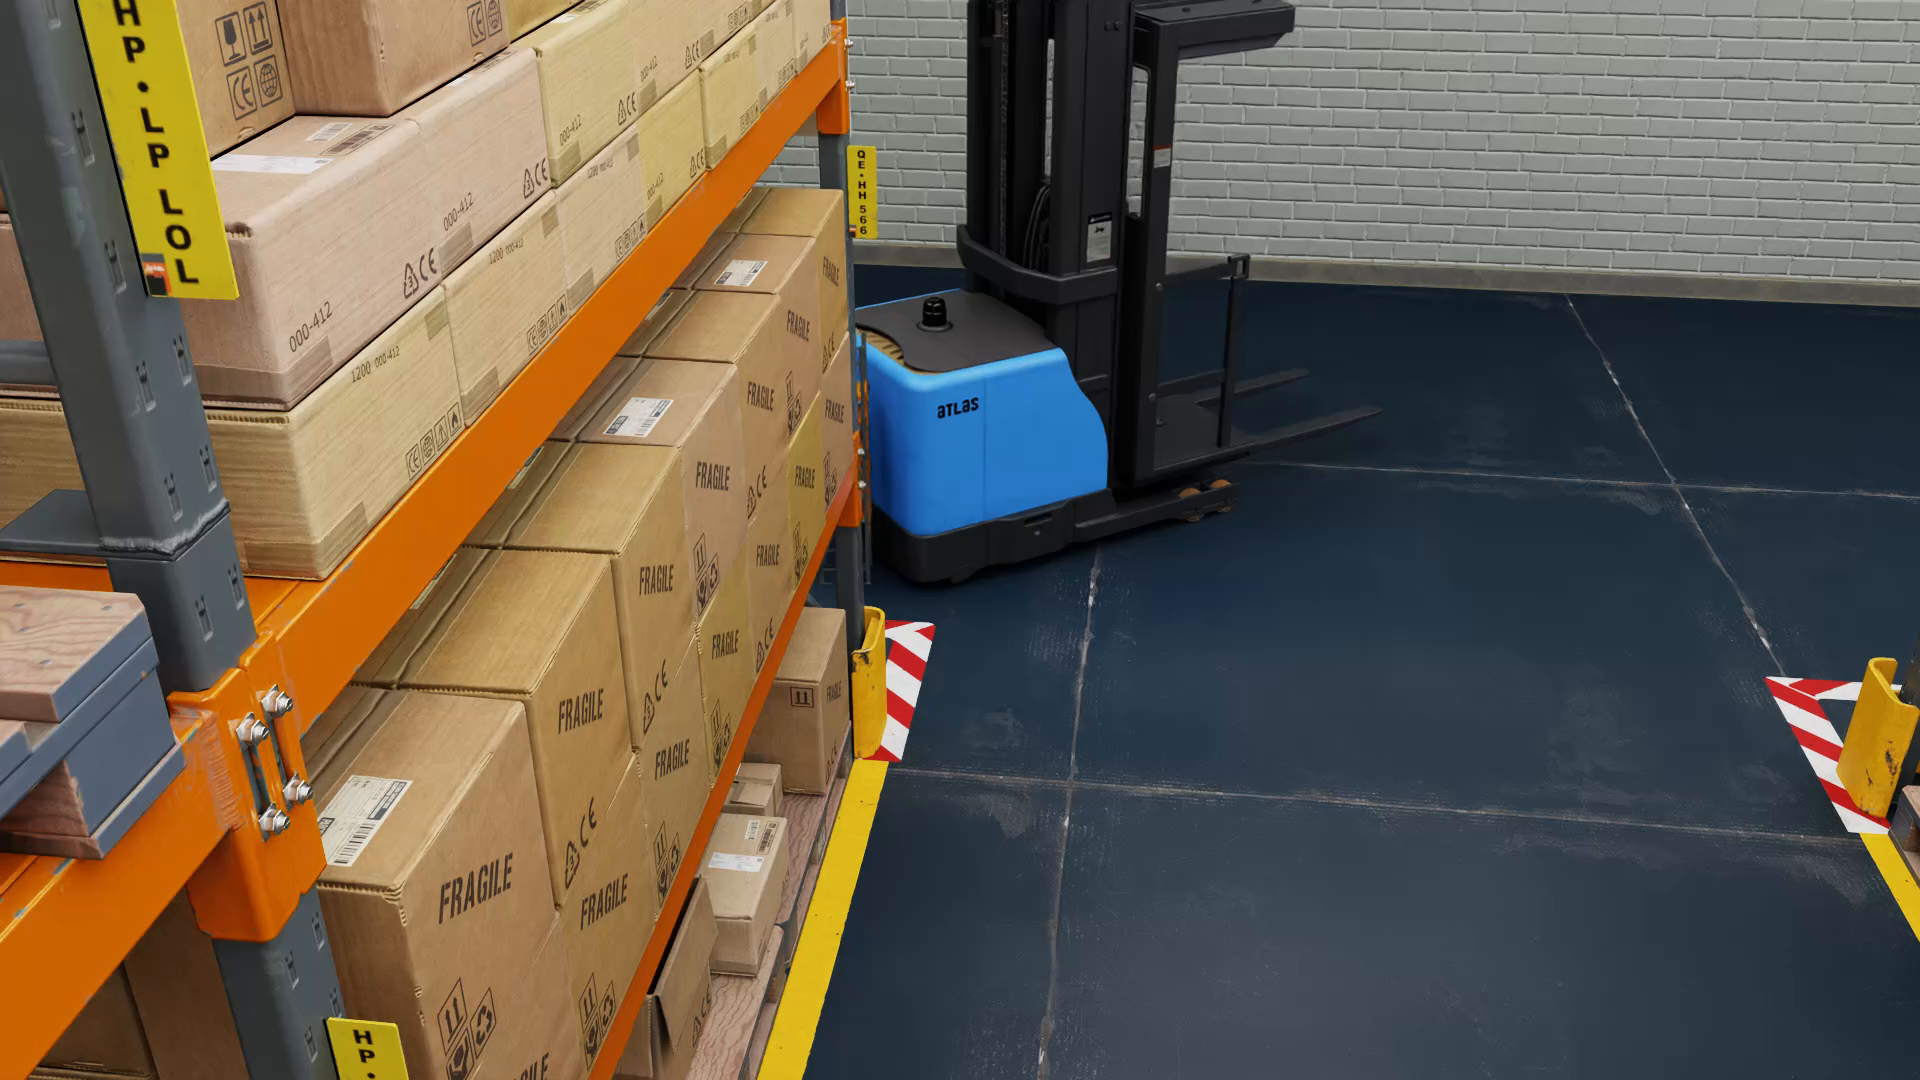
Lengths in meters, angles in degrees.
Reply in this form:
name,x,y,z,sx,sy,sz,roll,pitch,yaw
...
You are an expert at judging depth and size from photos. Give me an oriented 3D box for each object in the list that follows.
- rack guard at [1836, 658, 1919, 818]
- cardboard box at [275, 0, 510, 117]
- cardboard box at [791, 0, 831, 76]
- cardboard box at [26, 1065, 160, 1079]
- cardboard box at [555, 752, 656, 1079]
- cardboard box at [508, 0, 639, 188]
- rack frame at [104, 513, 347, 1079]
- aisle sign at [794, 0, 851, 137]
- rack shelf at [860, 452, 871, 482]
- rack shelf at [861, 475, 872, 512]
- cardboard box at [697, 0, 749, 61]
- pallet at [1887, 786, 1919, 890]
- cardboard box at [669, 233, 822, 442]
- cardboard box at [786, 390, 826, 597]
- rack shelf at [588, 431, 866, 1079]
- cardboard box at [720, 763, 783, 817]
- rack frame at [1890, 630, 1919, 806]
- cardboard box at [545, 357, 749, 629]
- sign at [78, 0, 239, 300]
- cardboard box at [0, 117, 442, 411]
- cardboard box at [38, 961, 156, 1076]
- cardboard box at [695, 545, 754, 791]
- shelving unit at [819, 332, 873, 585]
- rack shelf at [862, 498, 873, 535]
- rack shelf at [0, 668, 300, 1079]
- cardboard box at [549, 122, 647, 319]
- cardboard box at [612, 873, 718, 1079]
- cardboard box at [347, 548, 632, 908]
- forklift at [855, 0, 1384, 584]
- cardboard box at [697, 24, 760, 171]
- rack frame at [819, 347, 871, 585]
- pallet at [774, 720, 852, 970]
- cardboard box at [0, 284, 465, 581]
name,x,y,z,sx,sy,sz,roll,pitch,yaw
rack guard,4.020,0.781,6.273,1.175,0.500,0.348,3,28,6
cardboard box,-1.152,-0.977,2.578,0.700,0.500,0.500,3,28,6
cardboard box,-0.687,-1.594,5.042,0.500,0.250,0.500,3,28,6
cardboard box,-1.570,0.992,3.141,0.500,0.500,0.500,4,29,7
cardboard box,-0.984,0.777,3.540,0.500,0.500,0.500,4,29,7
cardboard box,-0.938,-0.873,3.176,0.500,0.250,0.500,3,28,6
rack frame,-1.376,1.286,2.700,1.000,3.000,0.127,3,28,6
aisle sign,-0.574,-1.755,5.605,0.394,0.787,0.004,3,28,6
rack shelf,-0.543,-0.322,7.676,0.258,0.103,0.180,0,28,0
rack shelf,-0.543,-0.216,7.733,0.258,0.103,0.180,0,28,0
cardboard box,-0.822,-1.344,4.051,0.500,0.250,0.500,3,28,6
pallet,3.890,1.307,5.602,1.003,0.211,1.213,3,28,6
cardboard box,-0.729,-0.618,5.074,0.500,0.500,0.500,4,29,8
cardboard box,-0.731,-0.170,5.297,0.500,0.500,0.500,4,29,7
rack shelf,-1.131,0.661,4.618,1.077,0.370,4.000,3,28,6
cardboard box,-0.847,0.913,5.917,0.380,0.166,0.250,3,28,6
rack frame,4.030,-0.307,5.657,1.000,3.000,0.127,3,28,6
cardboard box,-0.851,-0.131,4.172,0.500,0.500,0.500,4,29,8
sign,-0.825,-0.405,1.716,0.100,0.325,0.005,3,28,6
cardboard box,-1.070,-0.403,2.304,0.500,0.250,0.500,3,28,6
cardboard box,-1.571,0.549,2.909,0.500,0.500,0.500,3,29,6
cardboard box,-0.859,0.302,4.421,0.500,0.500,0.500,3,28,5
shelving unit,-0.543,-0.361,7.655,0.258,1.200,0.189,0,28,0
rack shelf,-0.543,-0.111,7.790,0.258,0.103,0.180,0,28,0
rack shelf,-1.621,1.224,0.412,1.077,0.370,4.000,3,28,6
cardboard box,-0.943,-0.653,3.295,0.500,0.250,0.500,3,28,6
cardboard box,-1.151,1.307,4.830,0.797,0.503,0.637,3,28,6
cardboard box,-0.976,0.354,3.271,0.500,0.500,0.500,2,28,5
forklift,0.847,-1.584,8.101,3.031,2.935,1.130,-15,32,-26
cardboard box,-0.808,-1.123,4.168,0.500,0.250,0.500,3,28,6
rack frame,-0.543,-0.318,7.575,0.240,1.200,0.006,0,28,0
pallet,-0.992,1.042,6.093,1.003,0.211,1.213,3,28,6
cardboard box,-1.071,-0.183,2.422,0.500,0.250,0.500,3,28,6
